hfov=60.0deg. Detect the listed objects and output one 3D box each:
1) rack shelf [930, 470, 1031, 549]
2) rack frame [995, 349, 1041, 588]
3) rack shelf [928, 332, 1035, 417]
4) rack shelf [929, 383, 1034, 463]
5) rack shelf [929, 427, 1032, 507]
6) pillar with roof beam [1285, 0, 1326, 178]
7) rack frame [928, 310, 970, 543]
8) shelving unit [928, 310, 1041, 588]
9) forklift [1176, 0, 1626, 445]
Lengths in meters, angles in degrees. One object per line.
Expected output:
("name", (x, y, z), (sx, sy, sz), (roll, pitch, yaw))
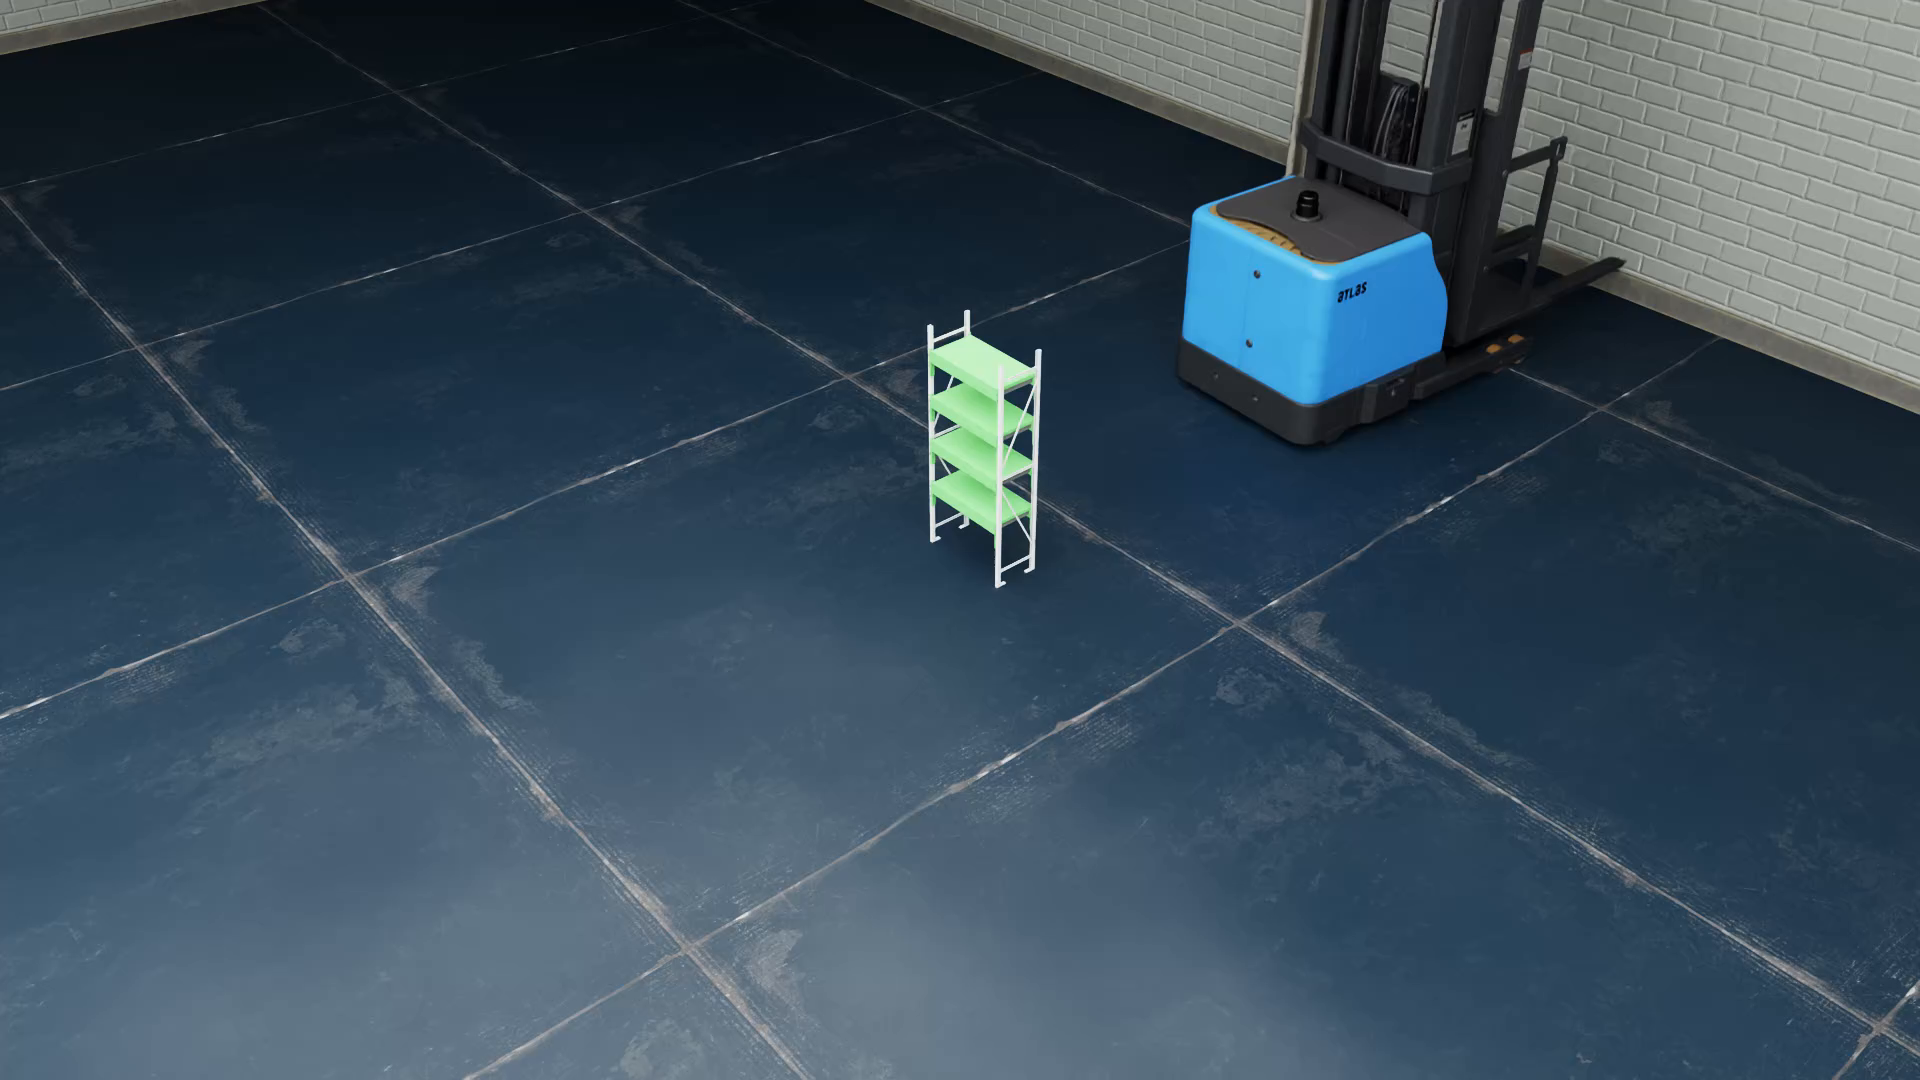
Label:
("rack shelf", (0.107, -0.169, 7.976), (0.258, 0.148, 0.480), (-26, 43, -32))
("rack frame", (0.264, -0.309, 7.648), (0.240, 1.200, 0.015), (-26, 43, -32))
("rack shelf", (0.107, -0.756, 7.560), (0.258, 0.148, 0.480), (-26, 43, -32))
("rack shelf", (0.107, -0.560, 7.698), (0.258, 0.148, 0.480), (-26, 43, -32))
("rack shelf", (0.107, -0.364, 7.837), (0.258, 0.148, 0.480), (-26, 43, -32))
("pillar with roof beam", (-0.744, -4.562, 6.906), (9.100, 9.000, 0.400), (-26, 43, -32))
("rack frame", (-0.051, -0.524, 7.952), (0.240, 1.200, 0.015), (-26, 43, -32))
("shelving unit", (0.107, -0.417, 7.800), (0.258, 1.200, 0.503), (-26, 43, -32))
("forklift", (2.718, -2.382, 9.078), (3.031, 2.935, 1.130), (-23, 41, -29))
